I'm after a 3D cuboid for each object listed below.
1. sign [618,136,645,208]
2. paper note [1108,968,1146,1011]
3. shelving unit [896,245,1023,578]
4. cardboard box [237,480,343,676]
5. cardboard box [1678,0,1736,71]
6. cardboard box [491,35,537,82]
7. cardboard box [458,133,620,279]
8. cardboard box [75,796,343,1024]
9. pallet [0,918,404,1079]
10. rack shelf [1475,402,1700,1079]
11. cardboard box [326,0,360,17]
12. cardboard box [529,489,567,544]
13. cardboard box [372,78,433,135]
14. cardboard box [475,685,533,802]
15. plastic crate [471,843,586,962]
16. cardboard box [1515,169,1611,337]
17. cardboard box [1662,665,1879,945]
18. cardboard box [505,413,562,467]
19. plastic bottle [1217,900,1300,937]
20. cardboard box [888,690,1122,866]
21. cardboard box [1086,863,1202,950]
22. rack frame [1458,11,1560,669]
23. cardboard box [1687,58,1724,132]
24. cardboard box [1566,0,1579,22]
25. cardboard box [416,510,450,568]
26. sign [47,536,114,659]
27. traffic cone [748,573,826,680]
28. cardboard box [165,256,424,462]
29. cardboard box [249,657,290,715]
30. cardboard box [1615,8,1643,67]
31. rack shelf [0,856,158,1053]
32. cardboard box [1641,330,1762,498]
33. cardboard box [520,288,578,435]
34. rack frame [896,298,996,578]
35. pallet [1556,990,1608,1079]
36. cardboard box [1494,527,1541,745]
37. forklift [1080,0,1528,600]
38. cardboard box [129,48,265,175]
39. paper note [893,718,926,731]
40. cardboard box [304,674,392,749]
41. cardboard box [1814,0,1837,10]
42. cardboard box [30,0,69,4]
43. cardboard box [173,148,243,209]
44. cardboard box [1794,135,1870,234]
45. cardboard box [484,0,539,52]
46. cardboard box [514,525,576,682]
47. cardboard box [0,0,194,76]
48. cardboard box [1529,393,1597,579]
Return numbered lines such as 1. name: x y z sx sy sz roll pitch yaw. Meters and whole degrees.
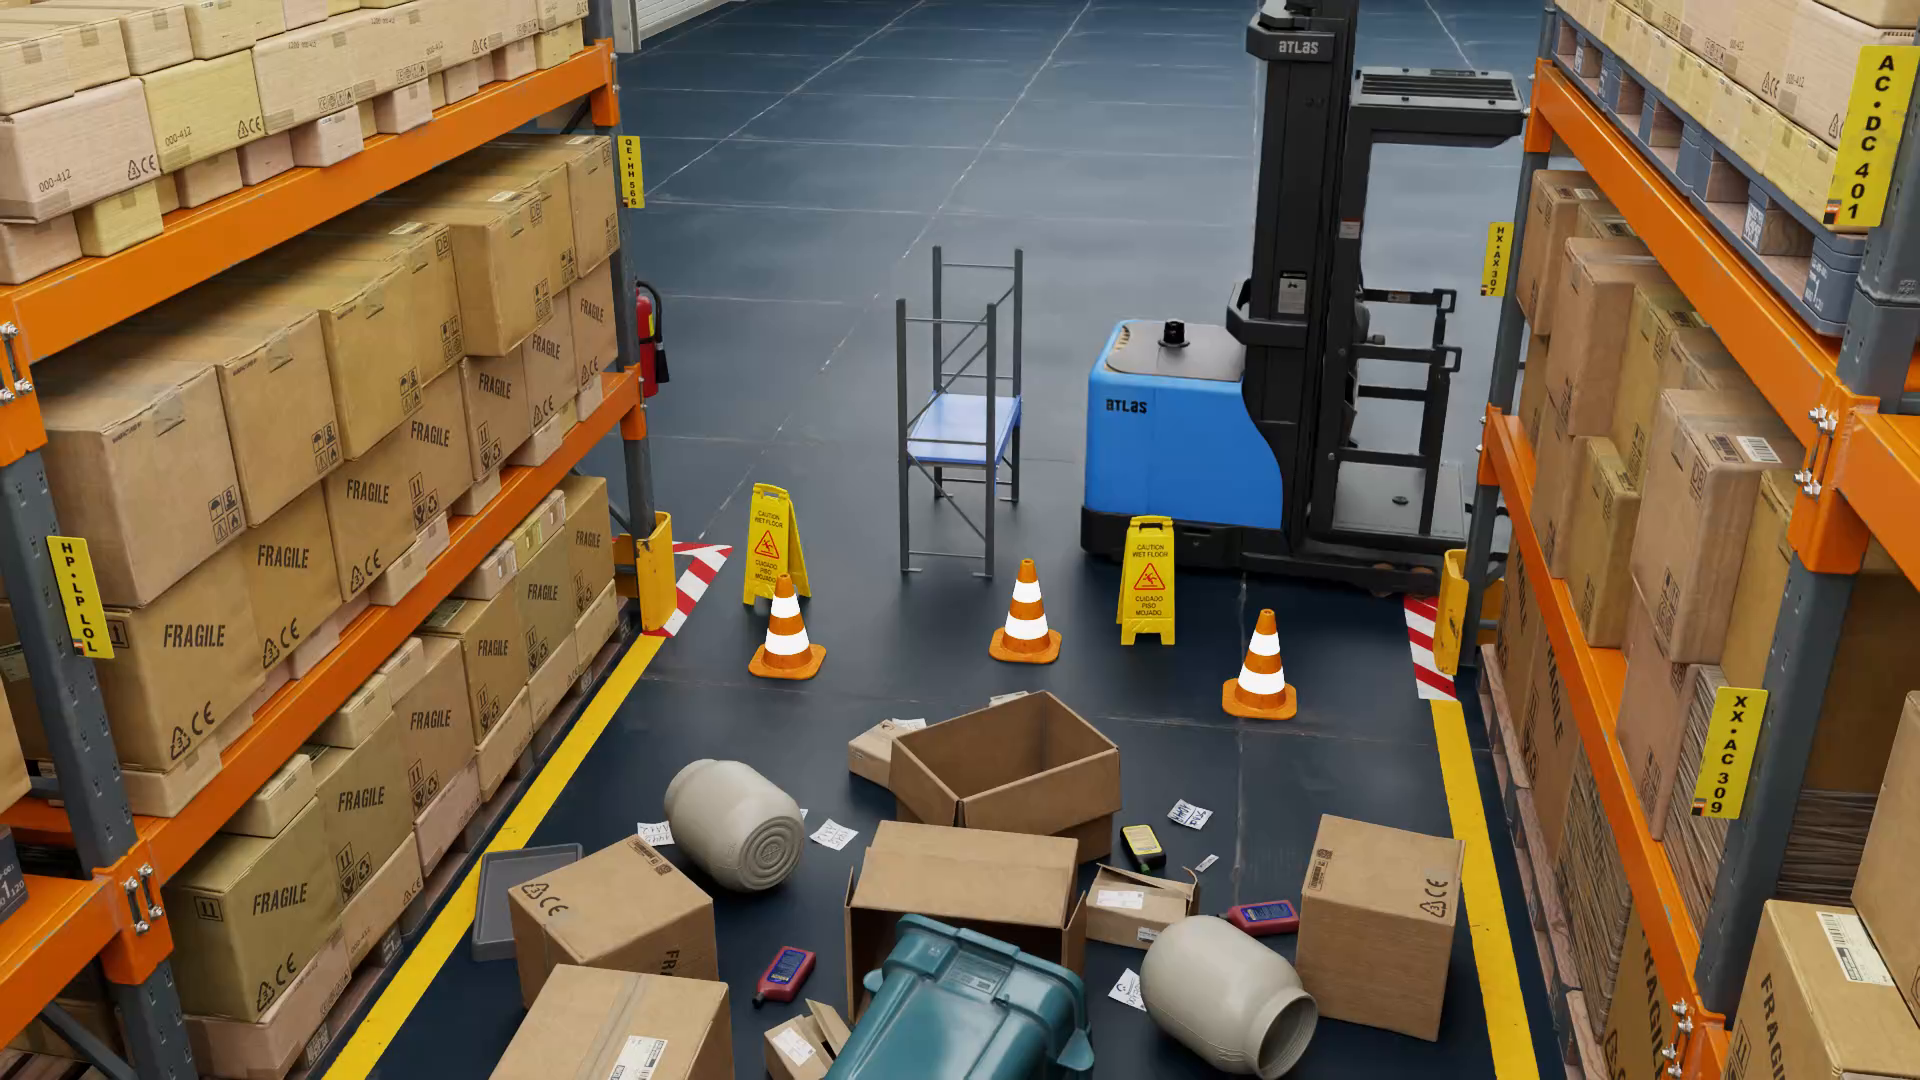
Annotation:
1. sign: -1.488 -1.665 7.529 0.100 0.325 0.005 4 25 9
2. paper note: 0.631 1.583 5.841 0.172 0.023 0.155 13 28 26
3. shelving unit: 0.014 -0.715 9.008 0.538 1.500 1.048 4 25 9
4. cardboard box: -2.280 0.073 5.087 0.500 0.500 0.500 4 25 8
5. cardboard box: 2.208 -1.375 4.324 0.500 0.250 0.500 4 25 8
6. cardboard box: -1.900 -1.905 6.539 0.380 0.149 0.250 5 26 10
7. cardboard box: -1.900 -1.448 7.157 0.700 0.500 0.500 3 25 7
8. cardboard box: -2.323 1.117 5.190 0.500 0.500 0.500 5 26 11
9. pallet: -2.611 1.609 5.564 1.003 0.211 1.213 4 25 9
10. rack shelf: 2.541 0.419 5.665 1.077 0.370 4.000 4 25 9
11. cardboard box: -2.140 -1.742 5.251 0.380 0.149 0.250 5 25 10
12. cardboard box: -1.899 -0.111 7.047 0.380 0.149 0.250 5 26 10
13. cardboard box: -2.021 -1.475 5.620 0.380 0.149 0.250 4 25 8
14. cardboard box: -2.071 0.803 6.744 0.500 0.250 0.500 3 25 7
15. plastic crate: -1.620 1.352 6.268 0.402 0.080 0.583 -5 25 -10
16. cardboard box: 2.769 -1.148 6.713 0.875 0.550 0.550 4 25 9
17. cardboard box: 2.263 0.707 4.025 0.875 0.550 0.550 4 25 9
18. cardboard box: -1.889 -0.430 6.926 0.380 0.149 0.250 4 25 9
19. plastic bottle: 1.105 1.409 6.168 0.283 0.061 0.133 -5 25 -10
20. cardboard box: 0.179 0.997 6.527 0.797 0.503 0.637 -14 29 -27
21. cardboard box: 0.678 1.322 6.113 0.396 0.266 0.258 8 26 18
22. rack frame: 2.868 -0.743 7.299 1.000 3.000 0.127 4 25 9
23. cardboard box: 2.124 -1.150 4.313 0.380 0.149 0.250 4 25 9
24. cardboard box: 2.455 -1.996 6.120 0.380 0.149 0.250 4 25 9
25. cardboard box: -2.086 -0.008 6.026 0.380 0.149 0.250 4 25 8
26. sign: -2.138 0.142 4.043 0.100 0.325 0.005 4 25 9
27. traffic cone: -0.830 0.374 7.904 0.336 0.463 0.334 4 25 9
28. cardboard box: -2.186 -0.593 5.330 0.700 0.500 0.500 3 25 7
29. cardboard box: -2.314 0.411 5.130 0.380 0.149 0.250 4 25 8
30. cardboard box: 2.289 -1.574 5.220 0.380 0.149 0.250 4 25 8
31. rack shelf: -3.013 1.791 2.733 1.077 0.370 4.000 4 25 9
32. cardboard box: 2.508 -0.234 4.760 0.875 0.550 0.550 4 25 9
33. cardboard box: -1.935 -0.769 6.885 0.500 0.500 0.500 4 25 9
34. rack frame: -0.069 -0.502 8.554 0.500 1.500 0.032 4 25 9
35. pallet: 2.416 1.880 4.984 1.003 0.211 1.213 4 25 9
36. cardboard box: 2.822 0.317 7.045 0.875 0.875 0.875 4 25 9
37. forklift: 2.226 -1.265 8.496 3.031 2.935 1.130 6 26 12
38. cardboard box: -2.269 -1.178 4.515 0.500 0.250 0.500 4 25 8
39. paper note: -0.223 0.834 7.432 0.148 0.019 0.142 -5 25 -10
40. cardboard box: -2.161 0.560 5.615 0.380 0.149 0.250 5 26 11
41. cardboard box: 2.001 -1.192 3.463 0.380 0.149 0.250 4 25 8
42. cardboard box: -2.694 -1.561 4.865 0.380 0.149 0.250 4 25 7
43. cardboard box: -2.283 -1.048 4.709 0.380 0.149 0.250 5 26 10
44. cardboard box: 1.958 -0.725 3.405 0.380 0.149 0.250 4 25 8
45. cardboard box: -1.946 -2.027 6.330 0.500 0.250 0.500 4 25 8
46. cardboard box: -1.988 0.243 7.056 0.500 0.500 0.500 5 26 10
47. cardboard box: -2.246 -1.307 4.320 0.380 0.149 0.250 3 25 7
48. cardboard box: 2.568 -0.196 5.953 0.875 0.550 0.550 4 25 9
